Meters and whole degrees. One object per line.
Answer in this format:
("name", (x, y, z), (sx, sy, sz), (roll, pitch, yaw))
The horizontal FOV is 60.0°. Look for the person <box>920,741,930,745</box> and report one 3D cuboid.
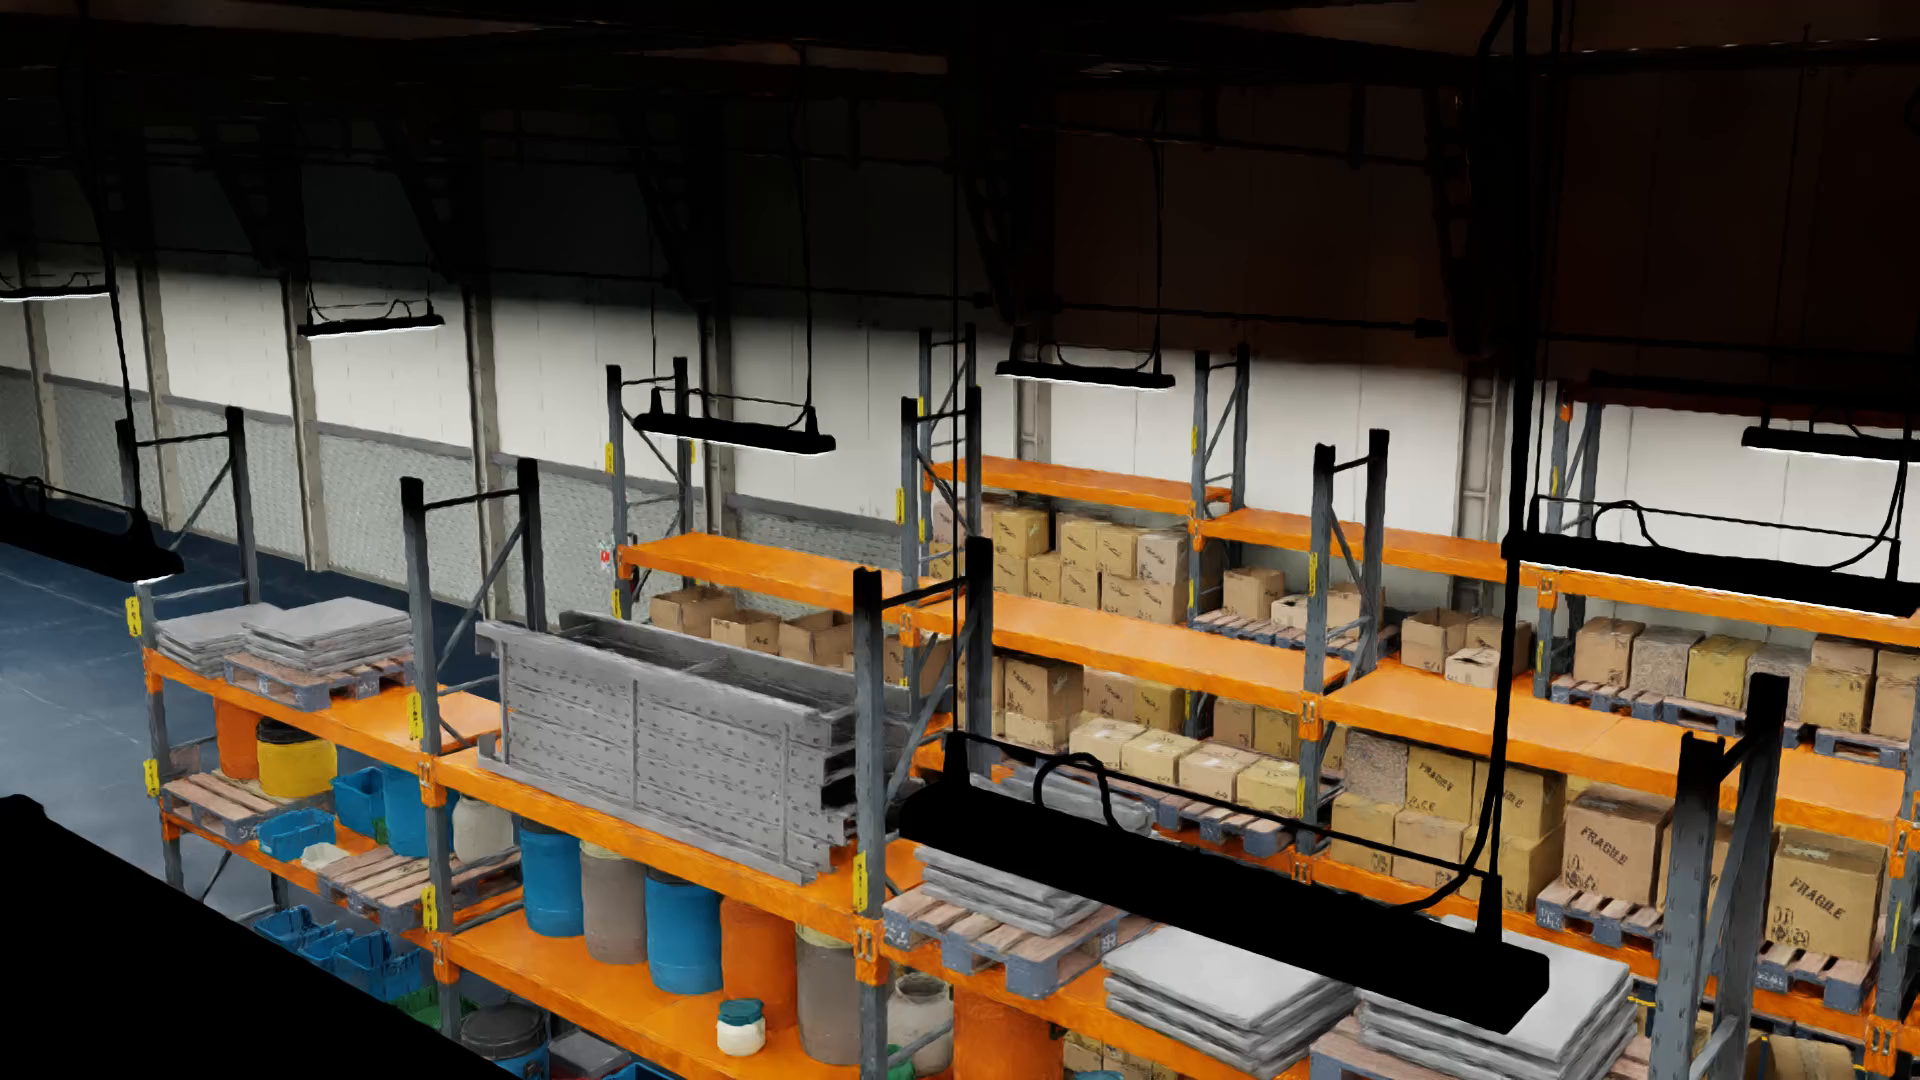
("person", (-0.322, 3.000, 19.304), (0.794, 1.612, 0.643), (5, 14, 21))
